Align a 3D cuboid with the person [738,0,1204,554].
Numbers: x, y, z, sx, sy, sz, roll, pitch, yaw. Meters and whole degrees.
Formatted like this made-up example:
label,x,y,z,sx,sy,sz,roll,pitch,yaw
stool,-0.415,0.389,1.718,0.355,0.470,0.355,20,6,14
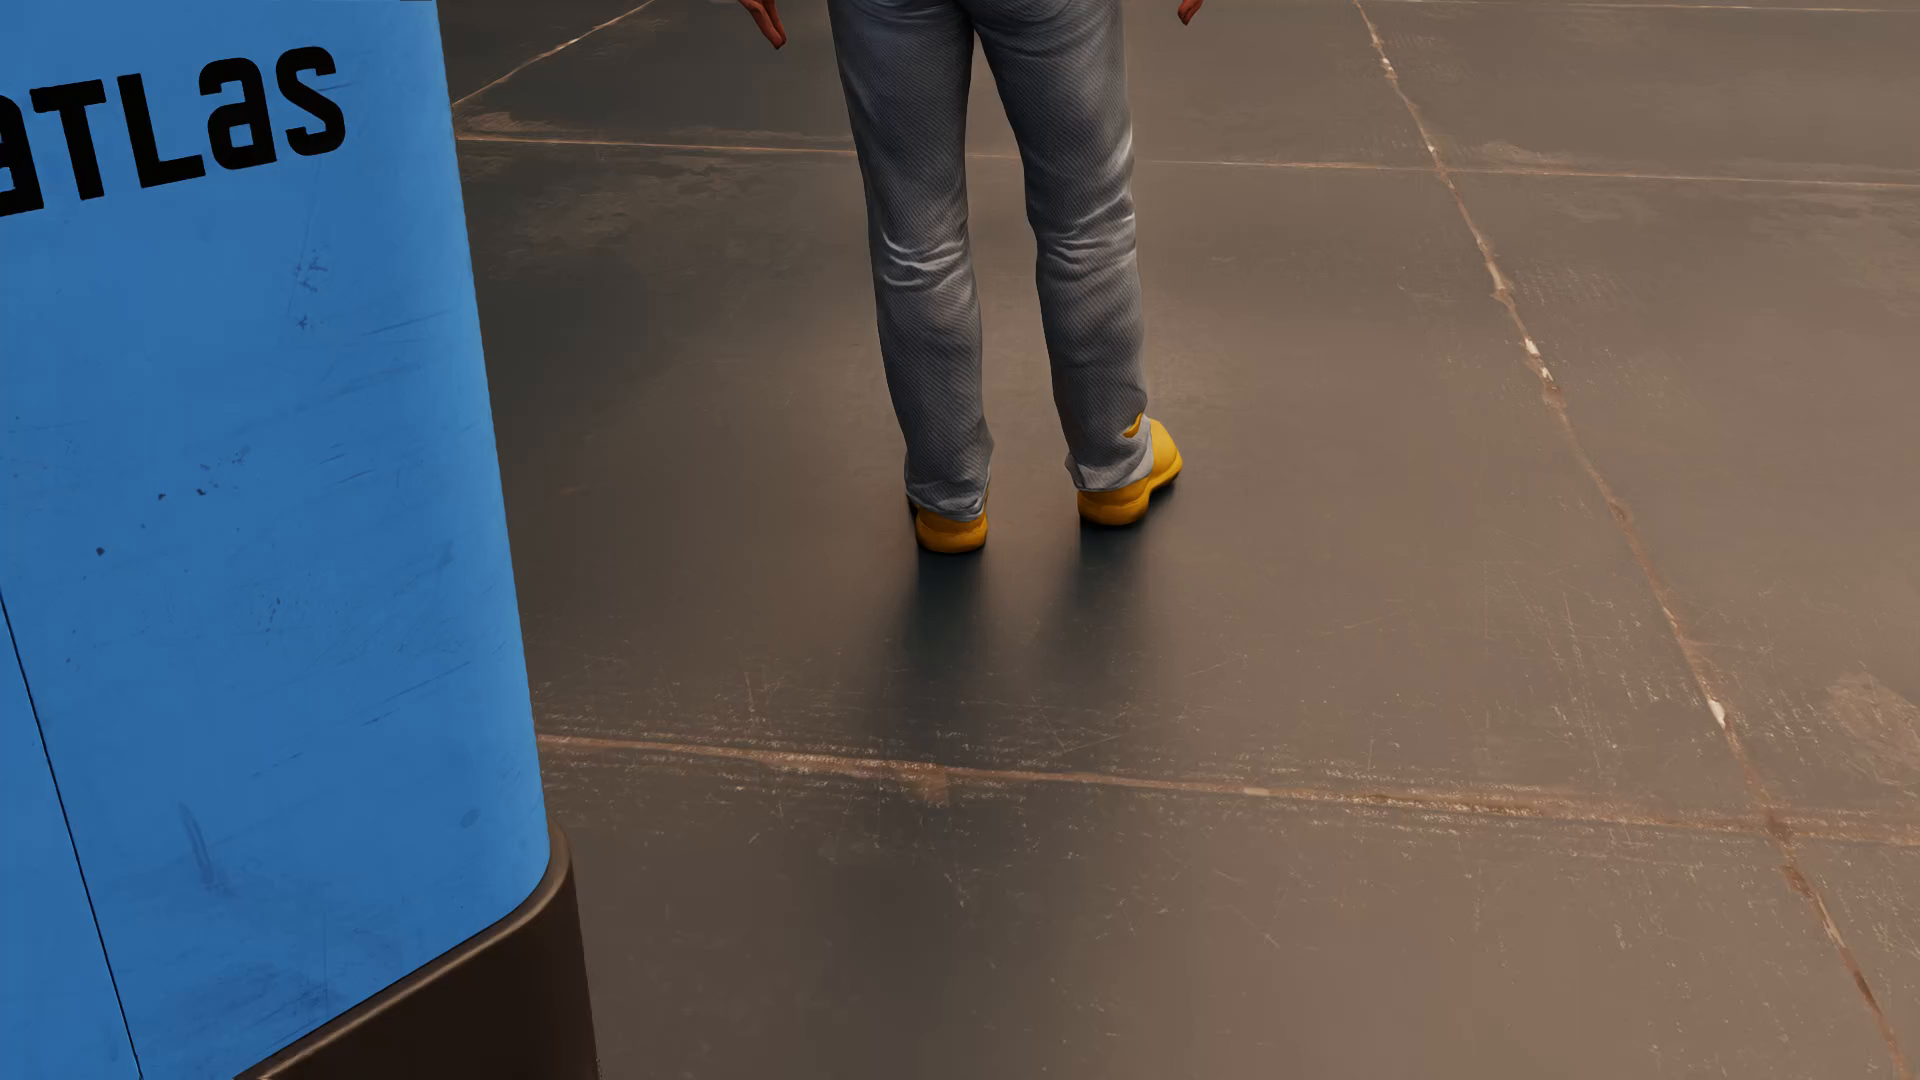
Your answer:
label,x,y,z,sx,sy,sz,roll,pitch,yaw
person,0.014,-0.827,2.165,0.665,1.768,0.574,3,27,7
